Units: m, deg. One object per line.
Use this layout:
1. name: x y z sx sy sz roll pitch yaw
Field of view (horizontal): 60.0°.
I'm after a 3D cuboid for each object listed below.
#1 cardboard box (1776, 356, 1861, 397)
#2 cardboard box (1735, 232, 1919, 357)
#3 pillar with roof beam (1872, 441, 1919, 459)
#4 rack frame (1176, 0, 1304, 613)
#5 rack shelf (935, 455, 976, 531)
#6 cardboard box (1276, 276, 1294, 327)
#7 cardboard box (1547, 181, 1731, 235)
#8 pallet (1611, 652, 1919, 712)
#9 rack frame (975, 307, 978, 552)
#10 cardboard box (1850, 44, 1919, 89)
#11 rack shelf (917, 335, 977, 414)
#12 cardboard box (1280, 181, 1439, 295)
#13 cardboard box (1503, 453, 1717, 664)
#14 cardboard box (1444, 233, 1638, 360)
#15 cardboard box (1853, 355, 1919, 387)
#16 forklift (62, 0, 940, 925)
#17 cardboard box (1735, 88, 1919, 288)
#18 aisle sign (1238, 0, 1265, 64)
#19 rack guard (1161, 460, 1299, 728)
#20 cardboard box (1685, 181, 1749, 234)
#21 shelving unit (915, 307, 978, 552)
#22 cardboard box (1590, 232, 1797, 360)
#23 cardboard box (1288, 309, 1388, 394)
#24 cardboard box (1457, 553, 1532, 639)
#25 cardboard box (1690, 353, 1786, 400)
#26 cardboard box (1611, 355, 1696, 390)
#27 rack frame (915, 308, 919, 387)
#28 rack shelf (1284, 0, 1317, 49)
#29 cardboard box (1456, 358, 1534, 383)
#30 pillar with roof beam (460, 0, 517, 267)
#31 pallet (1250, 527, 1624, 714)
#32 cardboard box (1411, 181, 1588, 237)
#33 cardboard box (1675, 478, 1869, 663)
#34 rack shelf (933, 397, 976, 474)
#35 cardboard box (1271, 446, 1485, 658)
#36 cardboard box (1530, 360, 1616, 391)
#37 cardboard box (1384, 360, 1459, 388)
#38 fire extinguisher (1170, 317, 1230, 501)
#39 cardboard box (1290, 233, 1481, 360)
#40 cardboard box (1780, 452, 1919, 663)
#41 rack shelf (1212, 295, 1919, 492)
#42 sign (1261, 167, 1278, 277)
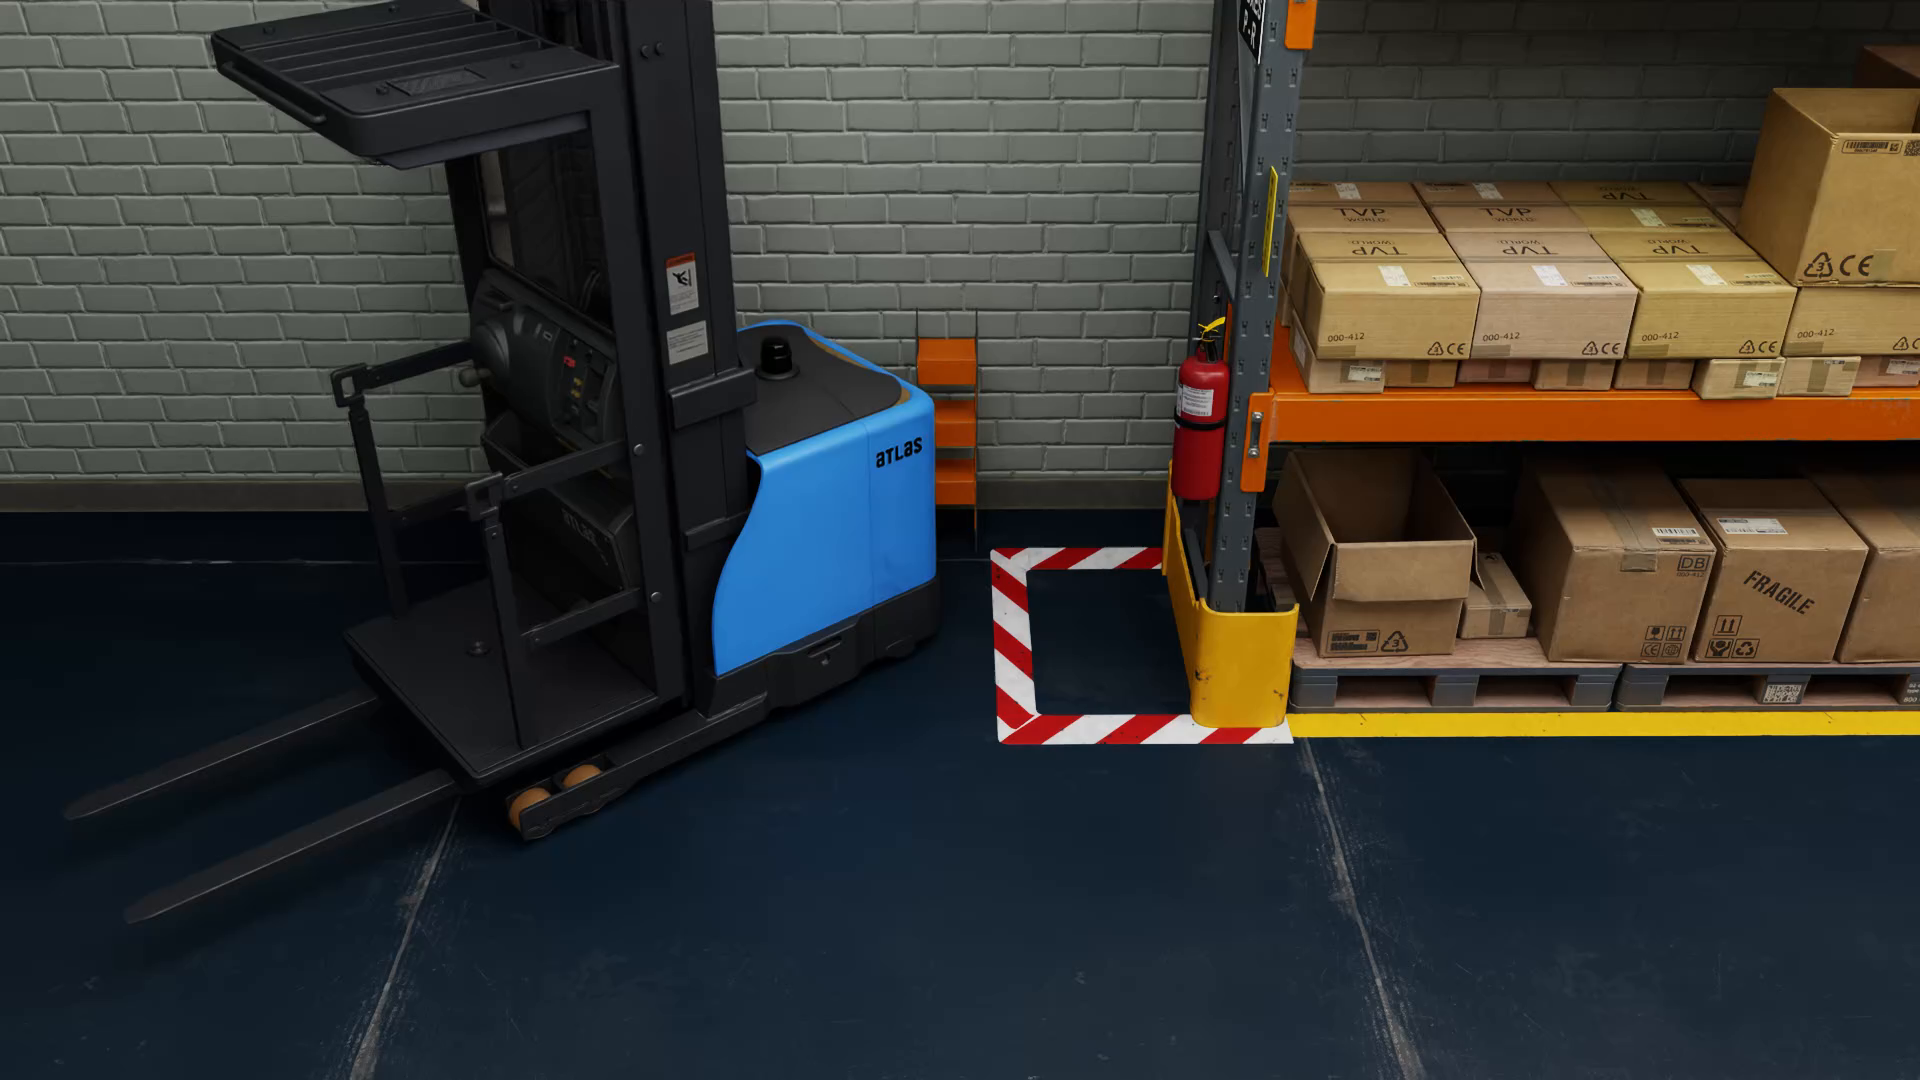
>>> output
1. cardboard box: 2.835 -0.636 5.649 0.250 0.149 0.380 1 31 1
2. cardboard box: 2.931 -0.837 5.596 0.500 0.250 0.500 -1 31 -2
3. pillar with roof beam: 4.278 -1.705 1.384 0.400 9.000 9.100 0 31 0
4. rack frame: 0.953 -0.895 5.833 0.127 3.000 1.000 0 31 0
5. rack shelf: -0.054 -0.202 7.127 0.240 0.259 0.215 0 31 0
6. cardboard box: 1.283 -0.928 6.130 0.250 0.149 0.380 -1 31 -1
7. cardboard box: 2.423 -1.097 6.024 0.500 0.250 0.500 1 31 1
8. pallet: 3.044 0.292 6.566 1.213 0.211 1.003 0 31 0
9. rack frame: 0.068 -0.449 6.978 0.008 1.050 0.200 0 31 0
10. cardboard box: 3.463 -1.424 5.841 0.500 0.500 0.500 -1 31 -2
11. rack shelf: -0.054 -0.682 6.836 0.240 0.259 0.215 0 31 0
12. cardboard box: 1.412 -1.097 6.024 0.500 0.250 0.500 1 31 1
13. cardboard box: 2.421 0.059 6.266 0.500 0.500 0.700 1 31 2
14. cardboard box: 1.913 -0.821 5.570 0.500 0.250 0.500 0 31 0
15. cardboard box: 3.093 -0.672 5.709 0.250 0.149 0.380 0 31 0
16. forklift: -1.530 -0.558 5.345 3.031 2.935 1.130 -24 38 -33
17. cardboard box: 2.909 -1.145 5.381 0.500 0.500 0.500 1 31 1
18. aisle sign: 0.887 -1.854 4.908 0.004 0.787 0.394 0 31 0
19. rack guard: 1.029 0.173 6.482 0.348 0.500 1.175 0 31 0
20. cardboard box: 2.945 -1.099 6.027 0.500 0.250 0.500 0 31 0
21. shelving unit: -0.054 -0.449 6.977 0.252 1.050 0.215 0 31 0
22. cardboard box: 2.420 -0.825 5.575 0.500 0.250 0.500 -1 31 -1
23. cardboard box: 1.284 -0.646 5.666 0.250 0.149 0.380 0 31 -1
24. cardboard box: 1.991 0.210 6.355 0.250 0.149 0.380 -1 31 -2
25. cardboard box: 2.572 -0.625 5.630 0.250 0.149 0.380 -1 31 -2
26. cardboard box: 2.319 -0.663 5.693 0.250 0.149 0.380 0 31 0
27. rack frame: -0.176 -0.448 6.977 0.008 1.050 0.200 0 31 0
28. rack shelf: 2.953 -1.876 5.252 4.000 0.370 1.077 0 31 0
29. cardboard box: 1.800 -0.690 5.738 0.250 0.149 0.380 -1 31 -1
30. pillar with roof beam: -1.722 -1.686 1.353 0.400 9.000 9.100 0 31 0
31. pallet: 1.827 0.294 6.562 1.213 0.211 1.003 0 31 0
32. cardboard box: 1.927 -1.098 6.026 0.500 0.250 0.500 0 31 0
33. cardboard box: 2.950 0.109 6.183 0.500 0.500 0.500 0 31 1
34. rack shelf: -0.054 -0.440 6.983 0.240 0.259 0.215 0 31 0
35. cardboard box: 1.566 0.040 6.294 0.637 0.503 0.797 -1 31 -2
36. cardboard box: 2.054 -0.659 5.686 0.250 0.149 0.380 1 31 1
37. cardboard box: 1.538 -0.671 5.706 0.250 0.149 0.380 1 31 1
38. fire extinguisher: 0.809 -0.462 5.554 0.183 0.674 0.296 0 31 0
39. cardboard box: 1.409 -0.820 5.567 0.500 0.250 0.500 0 31 0
40. cardboard box: 3.459 0.056 6.271 0.500 0.500 0.700 -1 31 -2
41. rack shelf: 2.953 -0.594 6.030 4.000 0.370 1.077 0 31 0
42. sign: 0.957 -0.984 5.145 0.005 0.325 0.100 0 31 0
